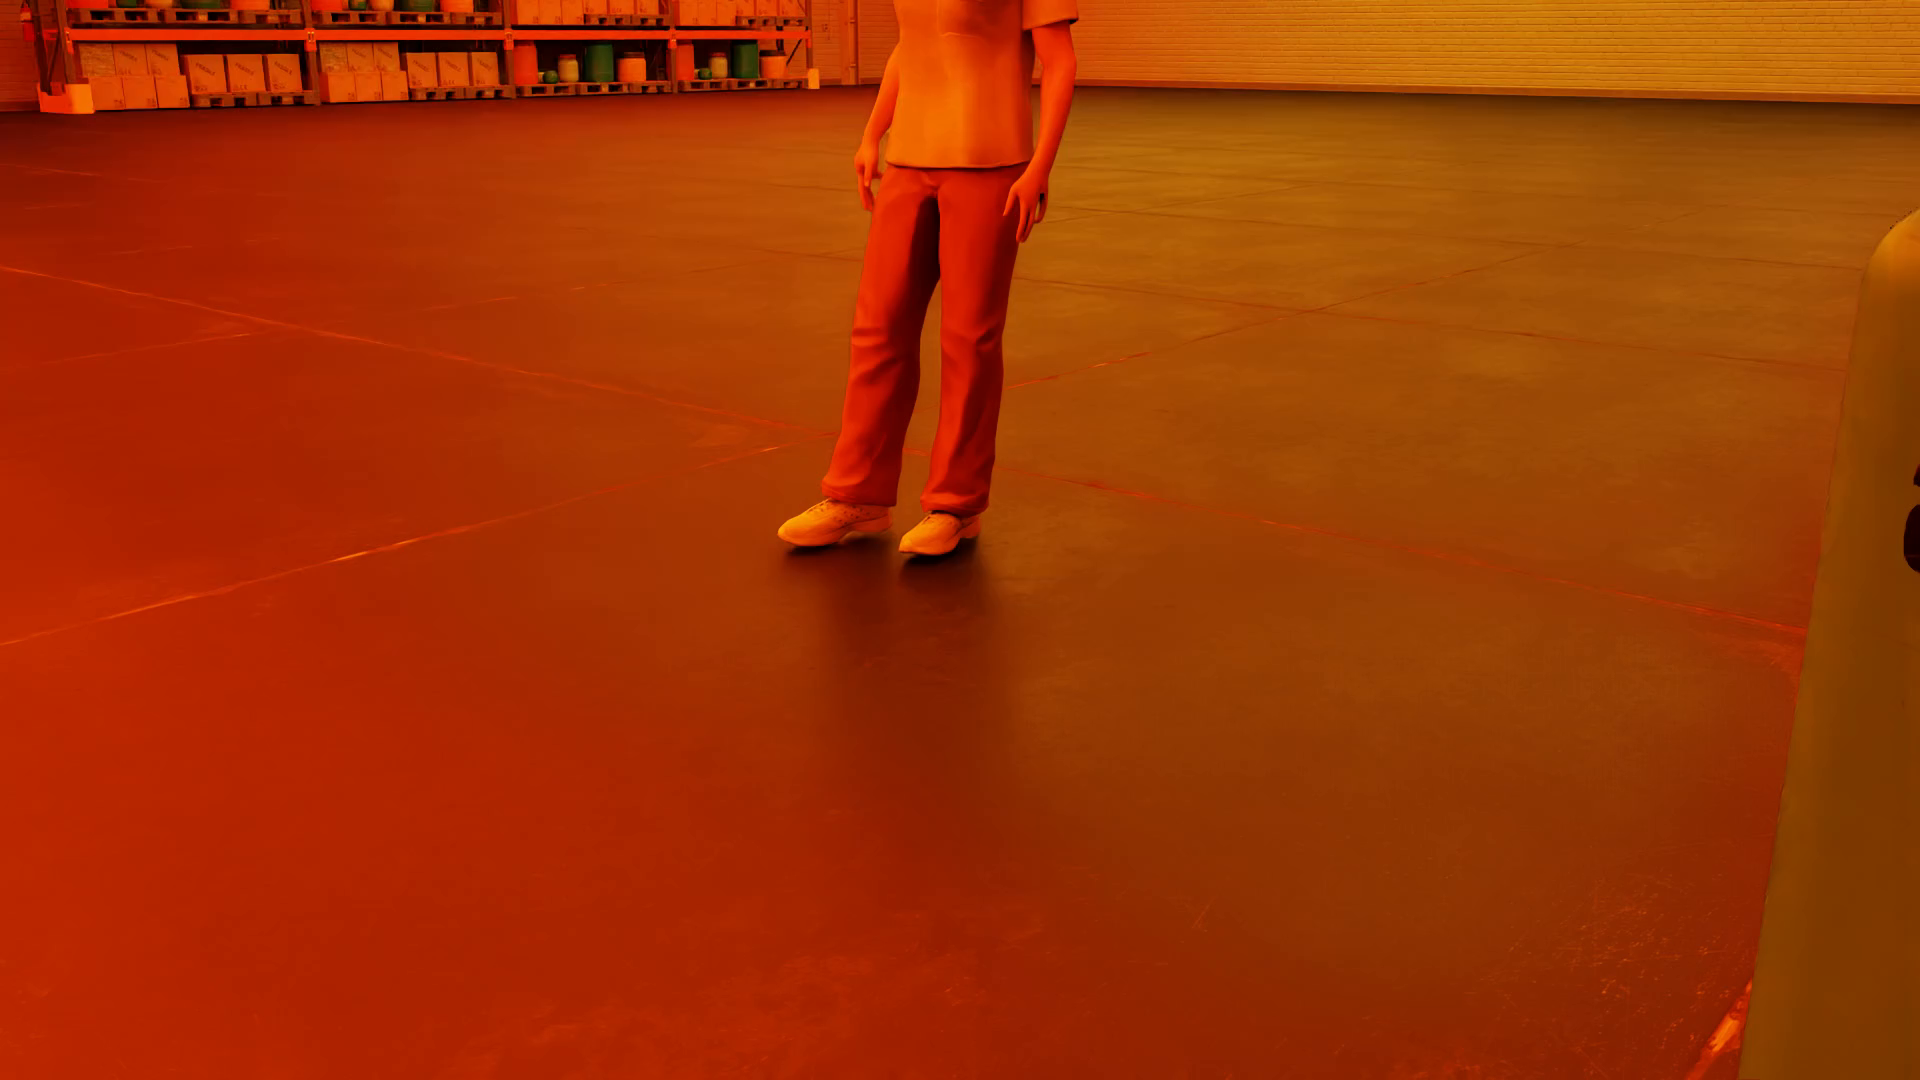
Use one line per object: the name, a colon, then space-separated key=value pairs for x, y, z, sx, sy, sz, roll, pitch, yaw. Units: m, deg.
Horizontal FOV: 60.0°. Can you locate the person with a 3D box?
person: x=-0.011 y=-0.837 z=3.679 sx=0.536 sy=1.609 sz=0.426 roll=13 pitch=21 yaw=37
